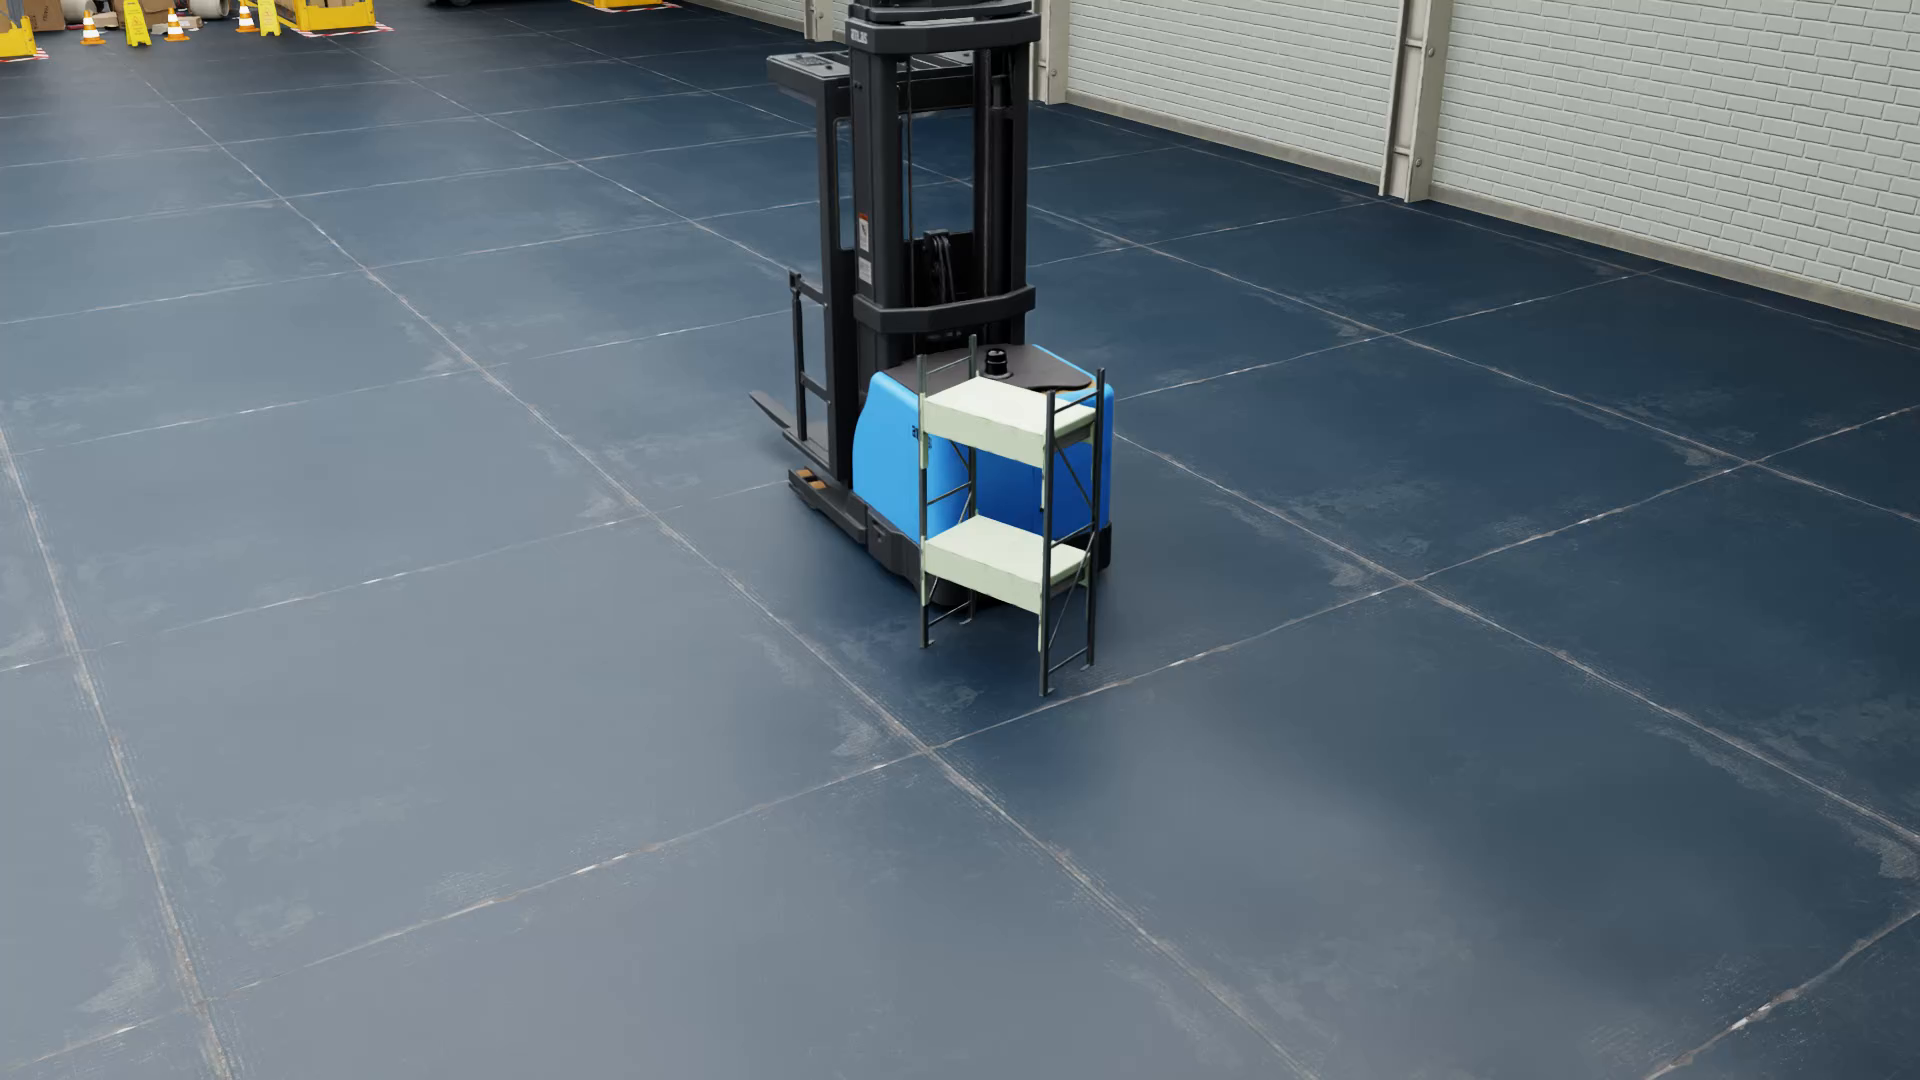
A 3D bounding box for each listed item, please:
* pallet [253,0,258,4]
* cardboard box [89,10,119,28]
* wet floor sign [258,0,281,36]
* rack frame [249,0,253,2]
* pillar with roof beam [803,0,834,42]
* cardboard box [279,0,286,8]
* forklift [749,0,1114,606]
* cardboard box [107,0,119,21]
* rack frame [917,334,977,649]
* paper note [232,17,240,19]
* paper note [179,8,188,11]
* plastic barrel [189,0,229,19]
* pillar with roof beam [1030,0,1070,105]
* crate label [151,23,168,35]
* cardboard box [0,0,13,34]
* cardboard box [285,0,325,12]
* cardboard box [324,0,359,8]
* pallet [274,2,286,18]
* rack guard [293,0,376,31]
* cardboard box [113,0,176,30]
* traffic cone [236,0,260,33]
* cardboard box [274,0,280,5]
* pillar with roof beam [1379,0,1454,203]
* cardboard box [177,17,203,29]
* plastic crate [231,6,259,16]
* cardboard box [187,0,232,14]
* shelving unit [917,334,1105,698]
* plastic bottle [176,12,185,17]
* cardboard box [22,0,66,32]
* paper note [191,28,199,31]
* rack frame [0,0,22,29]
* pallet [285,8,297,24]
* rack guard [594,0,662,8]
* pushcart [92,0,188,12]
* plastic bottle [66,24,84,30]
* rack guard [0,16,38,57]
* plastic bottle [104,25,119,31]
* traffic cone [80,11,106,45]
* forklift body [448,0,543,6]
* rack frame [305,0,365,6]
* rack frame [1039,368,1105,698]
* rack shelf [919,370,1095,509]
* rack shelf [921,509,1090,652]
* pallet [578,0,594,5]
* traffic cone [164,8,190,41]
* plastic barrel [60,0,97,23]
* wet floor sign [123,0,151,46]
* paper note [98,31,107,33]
[{"bbox_3d":[-11.754,-9.512,29.153,1.003,0.211,1.213,-16,29,-30],"label":"pallet"},{"bbox_3d":[-13.761,-8.394,26.719,0.396,0.266,0.258,-10,27,-21],"label":"cardboard box"},{"bbox_3d":[-10.759,-8.193,25.849,0.267,0.644,0.232,-6,26,-12],"label":"wet floor sign"},{"bbox_3d":[-12.150,-11.005,29.049,1.000,3.000,0.127,-16,29,-30],"label":"rack frame"},{"bbox_3d":[-5.766,-10.755,21.492,9.100,9.000,0.400,-16,29,-30],"label":"pillar with roof beam"},{"bbox_3d":[-10.910,-8.935,27.391,0.500,0.250,0.500,-15,29,-29],"label":"cardboard box"},{"bbox_3d":[-0.352,-1.585,9.175,1.130,2.935,3.031,-13,28,-26],"label":"forklift"},{"bbox_3d":[-13.564,-8.878,27.308,0.797,0.637,0.503,-16,29,-30],"label":"cardboard box"},{"bbox_3d":[-0.056,-0.216,7.950,0.023,1.500,0.400,20,32,35],"label":"rack frame"},{"bbox_3d":[-11.960,-8.651,27.539,0.148,0.019,0.142,18,31,33],"label":"paper note"},{"bbox_3d":[-13.290,-9.075,28.439,0.148,0.019,0.142,-16,29,-30],"label":"paper note"},{"bbox_3d":[-12.363,-8.795,27.386,0.512,0.421,0.421,3,25,6],"label":"plastic barrel"},{"bbox_3d":[-2.491,-8.609,16.946,9.100,9.000,0.400,-16,29,-30],"label":"pillar with roof beam"},{"bbox_3d":[-12.508,-8.020,26.078,0.298,0.136,0.250,12,28,24],"label":"crate label"},{"bbox_3d":[-14.484,-7.841,24.343,0.875,0.875,0.875,-15,29,-29],"label":"cardboard box"},{"bbox_3d":[-10.646,-8.756,27.013,0.500,0.250,0.500,-16,29,-30],"label":"cardboard box"},{"bbox_3d":[-10.175,-8.874,27.263,0.500,0.250,0.500,-16,30,-30],"label":"cardboard box"},{"bbox_3d":[-11.084,-9.075,28.227,1.003,0.211,1.213,-16,29,-30],"label":"pallet"},{"bbox_3d":[-10.008,-8.471,26.609,1.175,0.500,0.348,-16,29,-30],"label":"rack guard"},{"bbox_3d":[-13.047,-8.484,26.632,0.637,0.503,0.797,7,26,15],"label":"cardboard box"},{"bbox_3d":[-11.282,-8.281,26.249,0.336,0.463,0.334,-16,29,-30],"label":"traffic cone"},{"bbox_3d":[-11.200,-9.120,27.785,0.500,0.250,0.500,-17,30,-31],"label":"cardboard box"},{"bbox_3d":[0.784,-6.463,12.400,9.100,9.000,0.400,-16,29,-30],"label":"pillar with roof beam"},{"bbox_3d":[-12.374,-8.283,26.622,0.380,0.149,0.250,-1,25,-3],"label":"cardboard box"},{"bbox_3d":[-11.980,-8.932,28.078,0.583,0.080,0.402,18,31,33],"label":"plastic crate"},{"bbox_3d":[-12.705,-9.176,28.098,0.500,0.500,0.500,3,25,6],"label":"cardboard box"},{"bbox_3d":[0.224,-0.115,7.738,0.755,1.500,0.431,20,32,35],"label":"shelving unit"},{"bbox_3d":[-13.017,-8.778,27.773,0.133,0.061,0.283,-10,27,-21],"label":"plastic bottle"},{"bbox_3d":[-14.535,-8.370,26.392,0.500,0.500,0.500,-10,27,-21],"label":"cardboard box"},{"bbox_3d":[-12.150,-8.106,26.386,0.142,0.019,0.148,18,31,33],"label":"paper note"},{"bbox_3d":[-14.059,-8.385,23.498,1.000,3.000,0.127,-16,29,-30],"label":"rack frame"},{"bbox_3d":[-10.422,-8.640,27.304,1.003,0.211,1.213,-16,29,-30],"label":"pallet"},{"bbox_3d":[-5.797,-9.594,28.987,1.175,0.500,0.348,-16,29,-30],"label":"rack guard"},{"bbox_3d":[-14.033,-9.270,28.445,0.936,0.377,1.648,18,31,33],"label":"pushcart"},{"bbox_3d":[-14.067,-8.174,26.494,0.133,0.061,0.283,18,31,33],"label":"plastic bottle"},{"bbox_3d":[-14.046,-7.246,24.013,1.175,0.500,0.348,-16,29,-30],"label":"rack guard"},{"bbox_3d":[-13.500,-8.146,26.434,0.283,0.061,0.133,18,31,33],"label":"plastic bottle"},{"bbox_3d":[-13.159,-7.759,25.143,0.336,0.463,0.334,-16,29,-30],"label":"traffic cone"},{"bbox_3d":[-8.374,-10.602,29.189,2.313,2.155,1.214,-16,29,-30],"label":"forklift body"},{"bbox_3d":[-9.967,-9.575,26.018,1.000,3.000,0.127,-16,29,-30],"label":"rack frame"},{"bbox_3d":[0.505,-0.015,7.525,0.023,1.500,0.400,20,32,35],"label":"rack frame"},{"bbox_3d":[0.224,-0.468,7.571,0.720,0.370,0.431,20,32,35],"label":"rack shelf"},{"bbox_3d":[0.224,0.179,7.877,0.720,0.370,0.431,20,32,35],"label":"rack shelf"},{"bbox_3d":[-6.262,-9.735,29.625,1.003,0.211,1.213,-16,29,-30],"label":"pallet"},{"bbox_3d":[-12.027,-7.900,25.443,0.336,0.463,0.334,-16,29,-30],"label":"traffic cone"},{"bbox_3d":[-14.338,-8.602,26.976,0.512,0.421,0.421,3,25,6],"label":"plastic barrel"},{"bbox_3d":[-12.384,-7.771,24.956,0.267,0.644,0.232,-22,33,-38],"label":"wet floor sign"},{"bbox_3d":[-13.470,-7.983,26.127,0.144,0.017,0.142,-6,26,-12],"label":"paper note"}]
